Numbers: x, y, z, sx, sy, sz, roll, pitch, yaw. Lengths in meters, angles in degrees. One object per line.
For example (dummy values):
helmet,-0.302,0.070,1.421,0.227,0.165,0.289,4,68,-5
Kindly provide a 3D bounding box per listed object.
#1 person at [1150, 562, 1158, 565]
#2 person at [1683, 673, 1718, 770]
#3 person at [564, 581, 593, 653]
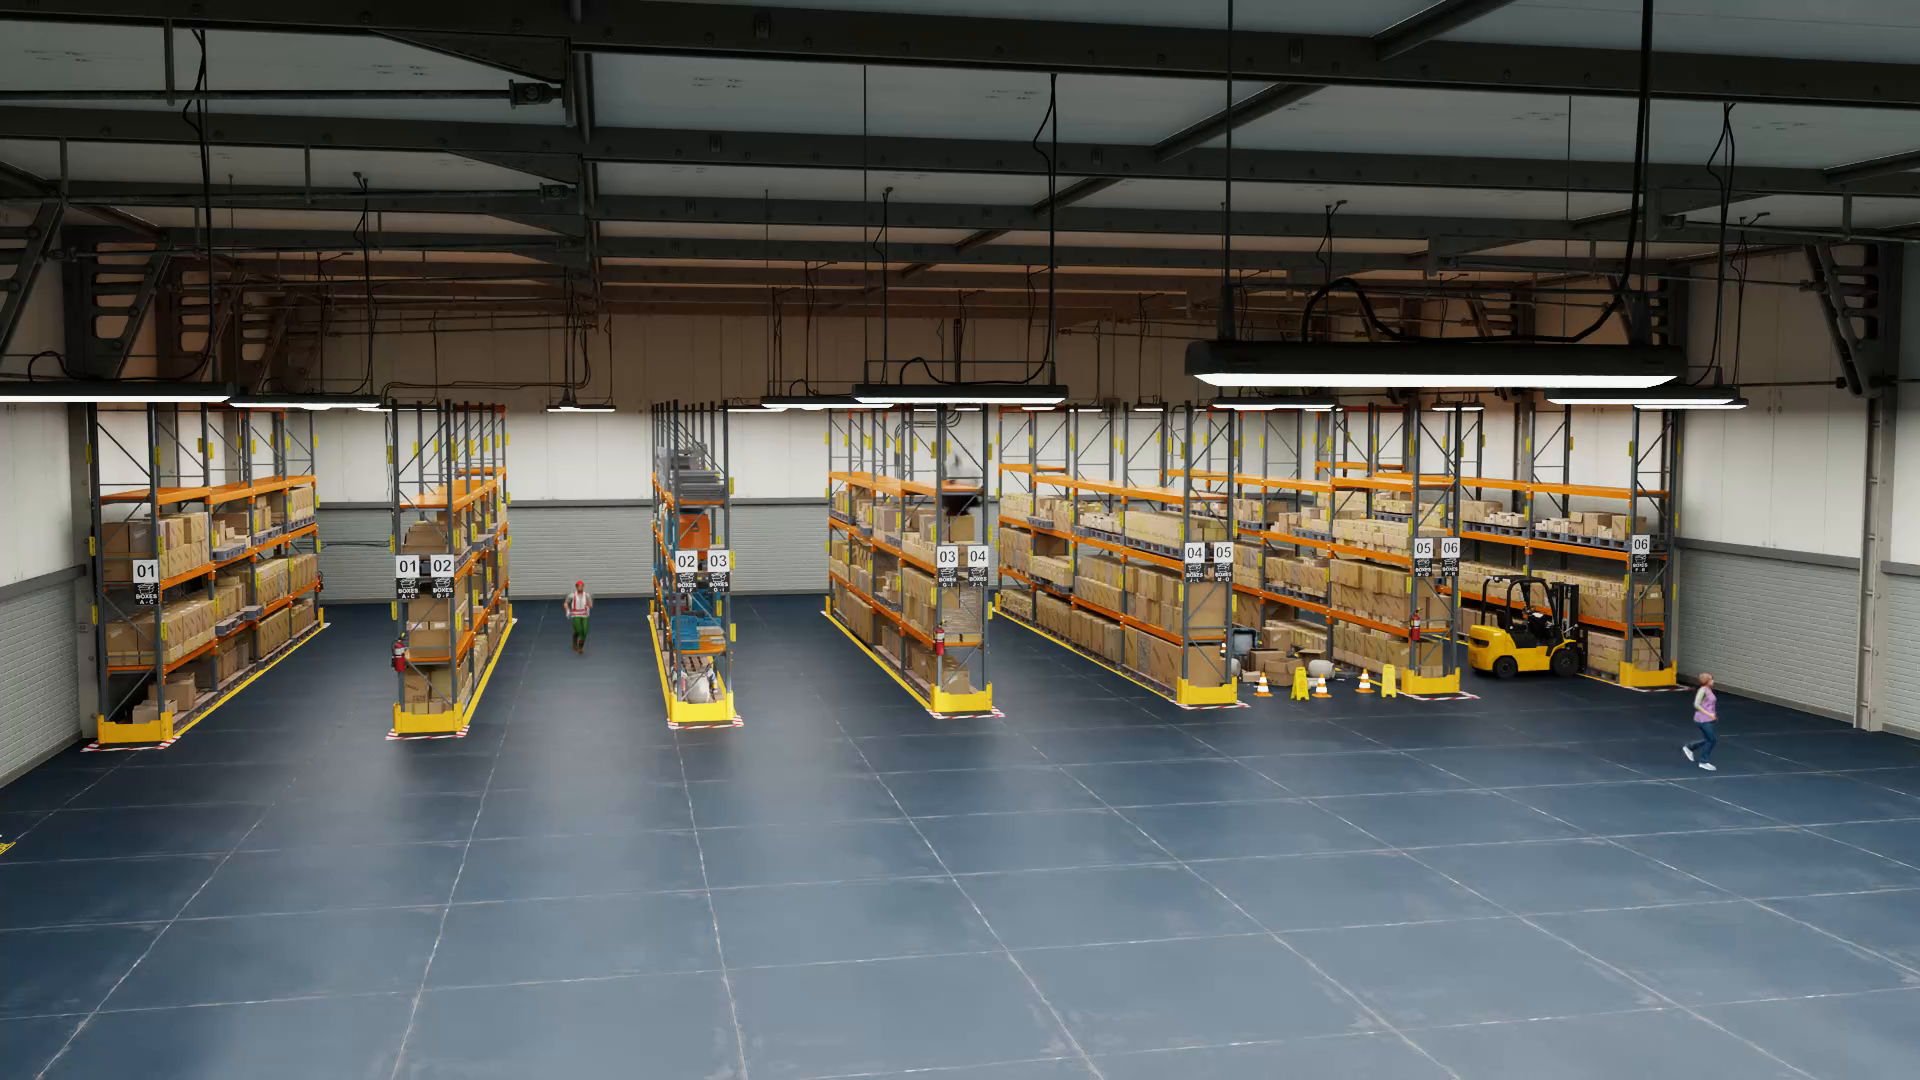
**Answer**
person,6.031,1.099,51.052,0.626,1.607,0.568,0,4,-1
person,11.956,2.920,26.866,0.538,1.572,0.548,3,5,36
person,-9.061,1.846,39.717,0.645,1.740,0.606,-2,5,-28
